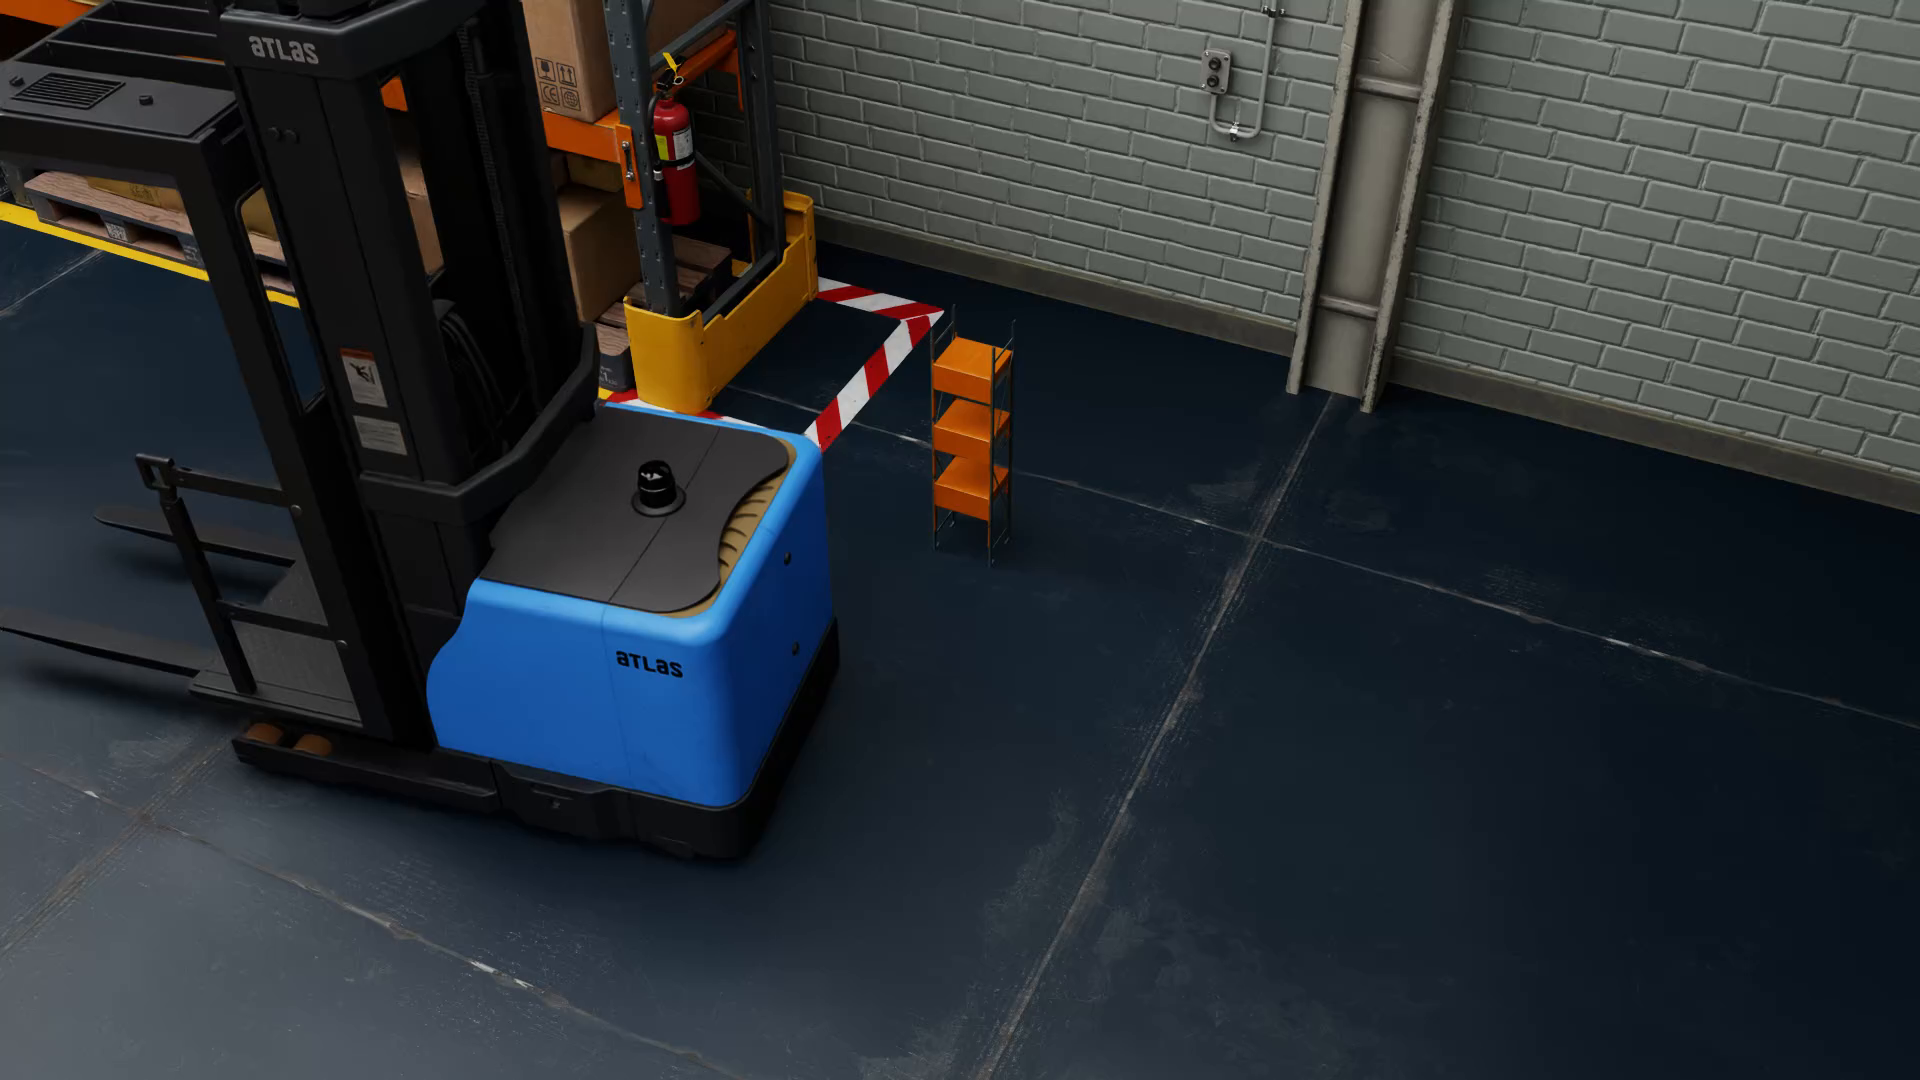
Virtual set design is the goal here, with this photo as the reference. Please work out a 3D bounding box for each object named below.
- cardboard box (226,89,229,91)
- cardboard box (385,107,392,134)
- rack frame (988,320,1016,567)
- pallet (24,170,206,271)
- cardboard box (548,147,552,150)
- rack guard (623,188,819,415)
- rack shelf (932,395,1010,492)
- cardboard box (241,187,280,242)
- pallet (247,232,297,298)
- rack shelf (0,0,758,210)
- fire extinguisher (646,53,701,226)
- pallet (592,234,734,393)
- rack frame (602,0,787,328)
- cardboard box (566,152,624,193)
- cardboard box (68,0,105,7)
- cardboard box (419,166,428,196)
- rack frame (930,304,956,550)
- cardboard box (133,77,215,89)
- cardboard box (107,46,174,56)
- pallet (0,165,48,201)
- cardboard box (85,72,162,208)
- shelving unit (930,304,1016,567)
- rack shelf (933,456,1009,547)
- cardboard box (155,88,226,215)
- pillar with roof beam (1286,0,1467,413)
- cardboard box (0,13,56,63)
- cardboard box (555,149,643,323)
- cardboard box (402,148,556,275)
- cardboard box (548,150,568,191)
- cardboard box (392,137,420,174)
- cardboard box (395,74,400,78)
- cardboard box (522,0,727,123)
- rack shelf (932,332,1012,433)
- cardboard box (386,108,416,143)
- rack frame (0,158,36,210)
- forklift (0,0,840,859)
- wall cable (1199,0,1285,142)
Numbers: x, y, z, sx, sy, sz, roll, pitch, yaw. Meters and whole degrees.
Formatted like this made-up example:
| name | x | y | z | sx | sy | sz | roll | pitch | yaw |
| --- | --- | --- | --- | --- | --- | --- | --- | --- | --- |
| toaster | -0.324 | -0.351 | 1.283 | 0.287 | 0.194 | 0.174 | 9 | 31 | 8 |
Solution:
| name | x | y | z | sx | sy | sz | roll | pitch | yaw |
| --- | --- | --- | --- | --- | --- | --- | --- | --- | --- |
| cardboard box | -3.415 | -2.316 | 8.224 | 0.250 | 0.149 | 0.380 | 16 | 43 | 17 |
| cardboard box | -2.723 | -2.104 | 7.980 | 0.250 | 0.149 | 0.380 | 17 | 44 | 19 |
| rack frame | 0.159 | -0.348 | 6.350 | 0.008 | 1.050 | 0.200 | 17 | 44 | 19 |
| pallet | -4.064 | -1.873 | 8.750 | 1.213 | 0.211 | 1.003 | 17 | 44 | 19 |
| cardboard box | -2.033 | -1.893 | 7.737 | 0.250 | 0.149 | 0.380 | 17 | 44 | 19 |
| rack guard | -1.073 | -1.125 | 7.666 | 0.348 | 0.500 | 1.175 | 17 | 44 | 19 |
| rack shelf | 0.048 | -0.374 | 6.396 | 0.240 | 0.259 | 0.215 | 17 | 44 | 19 |
| cardboard box | -3.167 | -1.845 | 8.177 | 0.500 | 0.500 | 0.700 | 18 | 44 | 20 |
| pallet | -2.954 | -1.536 | 8.361 | 1.213 | 0.211 | 1.003 | 17 | 44 | 19 |
| rack shelf | -2.907 | -2.358 | 7.729 | 4.000 | 0.370 | 1.077 | 17 | 44 | 19 |
| fire extinguisher | -1.153 | -1.590 | 6.638 | 0.183 | 0.674 | 0.296 | 17 | 44 | 19 |
| pallet | -1.853 | -1.197 | 7.970 | 1.213 | 0.211 | 1.003 | 17 | 44 | 19 |
| rack frame | -1.095 | -2.076 | 6.855 | 0.127 | 3.000 | 1.000 | 17 | 44 | 19 |
| cardboard box | -1.574 | -1.754 | 7.576 | 0.250 | 0.149 | 0.380 | 17 | 44 | 19 |
| cardboard box | -3.576 | -2.932 | 7.613 | 0.700 | 0.700 | 0.980 | 16 | 43 | 18 |
| cardboard box | -2.197 | -1.667 | 7.476 | 0.250 | 0.149 | 0.380 | 18 | 44 | 20 |
| rack frame | -0.062 | -0.416 | 6.428 | 0.008 | 1.050 | 0.200 | 17 | 44 | 19 |
| cardboard box | -3.852 | -2.172 | 8.058 | 0.250 | 0.149 | 0.380 | 18 | 44 | 20 |
| cardboard box | -4.133 | -2.533 | 8.475 | 0.250 | 0.149 | 0.380 | 17 | 44 | 18 |
| pallet | -5.451 | -2.299 | 9.241 | 1.213 | 0.211 | 1.003 | 17 | 44 | 19 |
| cardboard box | -4.085 | -2.130 | 8.505 | 0.500 | 0.500 | 0.700 | 18 | 44 | 19 |
| shelving unit | 0.048 | -0.382 | 6.389 | 0.252 | 1.050 | 0.215 | 17 | 44 | 19 |
| rack shelf | 0.048 | -0.164 | 6.578 | 0.240 | 0.259 | 0.215 | 17 | 44 | 19 |
| cardboard box | -3.632 | -1.989 | 8.342 | 0.500 | 0.500 | 0.700 | 17 | 44 | 18 |
| pillar with roof beam | -0.102 | -1.553 | 1.672 | 0.400 | 9.000 | 9.100 | 17 | 44 | 19 |
| cardboard box | -5.364 | -2.633 | 8.818 | 0.750 | 0.750 | 0.750 | 17 | 44 | 19 |
| cardboard box | -1.771 | -1.424 | 7.691 | 0.500 | 0.500 | 0.700 | 17 | 44 | 19 |
| cardboard box | -2.225 | -1.563 | 7.851 | 0.500 | 0.500 | 0.700 | 17 | 44 | 19 |
| cardboard box | -1.965 | -1.597 | 7.395 | 0.250 | 0.149 | 0.380 | 16 | 44 | 18 |
| cardboard box | -2.681 | -1.702 | 8.011 | 0.500 | 0.500 | 0.700 | 16 | 43 | 17 |
| cardboard box | -2.225 | -2.519 | 7.137 | 0.700 | 0.700 | 0.980 | 17 | 44 | 18 |
| cardboard box | -1.561 | -2.325 | 6.913 | 0.700 | 0.700 | 0.980 | 19 | 44 | 21 |
| rack shelf | 0.048 | -0.588 | 6.210 | 0.240 | 0.259 | 0.215 | 17 | 44 | 19 |
| cardboard box | -2.491 | -2.033 | 7.898 | 0.250 | 0.149 | 0.380 | 18 | 44 | 19 |
| rack frame | -4.720 | -3.184 | 8.133 | 0.127 | 3.000 | 1.000 | 17 | 44 | 19 |
| forklift | -2.018 | -0.594 | 5.197 | 3.031 | 2.935 | 1.130 | 10 | 42 | 12 |
| wall cable | 0.465 | -2.667 | 6.761 | 1.851 | 1.984 | 0.084 | 17 | 44 | 19 |
